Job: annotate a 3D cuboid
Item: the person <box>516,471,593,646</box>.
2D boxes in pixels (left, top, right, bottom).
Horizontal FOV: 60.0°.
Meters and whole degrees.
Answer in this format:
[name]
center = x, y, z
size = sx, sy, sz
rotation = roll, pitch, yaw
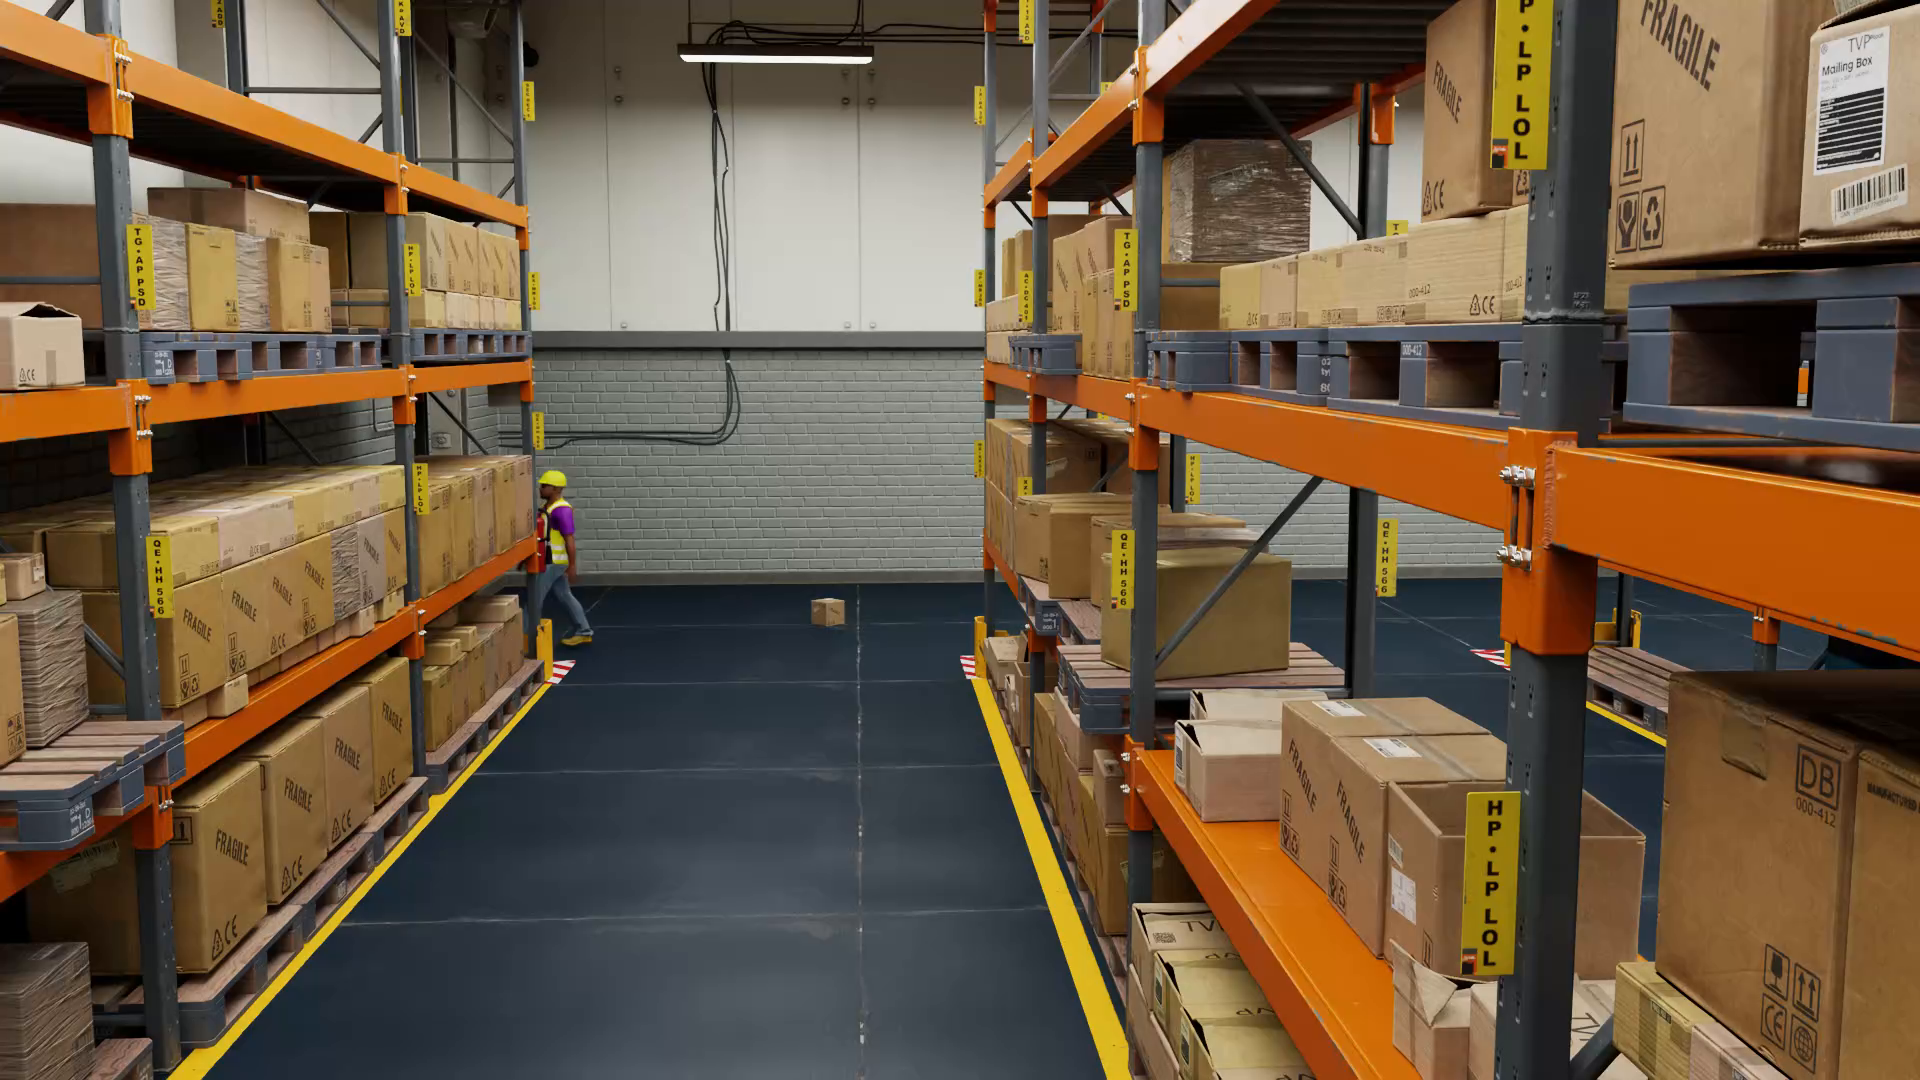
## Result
[person]
center = -4.028, 0.190, 15.923
size = 1.009, 1.707, 0.597
rotation = -3, 7, -24
